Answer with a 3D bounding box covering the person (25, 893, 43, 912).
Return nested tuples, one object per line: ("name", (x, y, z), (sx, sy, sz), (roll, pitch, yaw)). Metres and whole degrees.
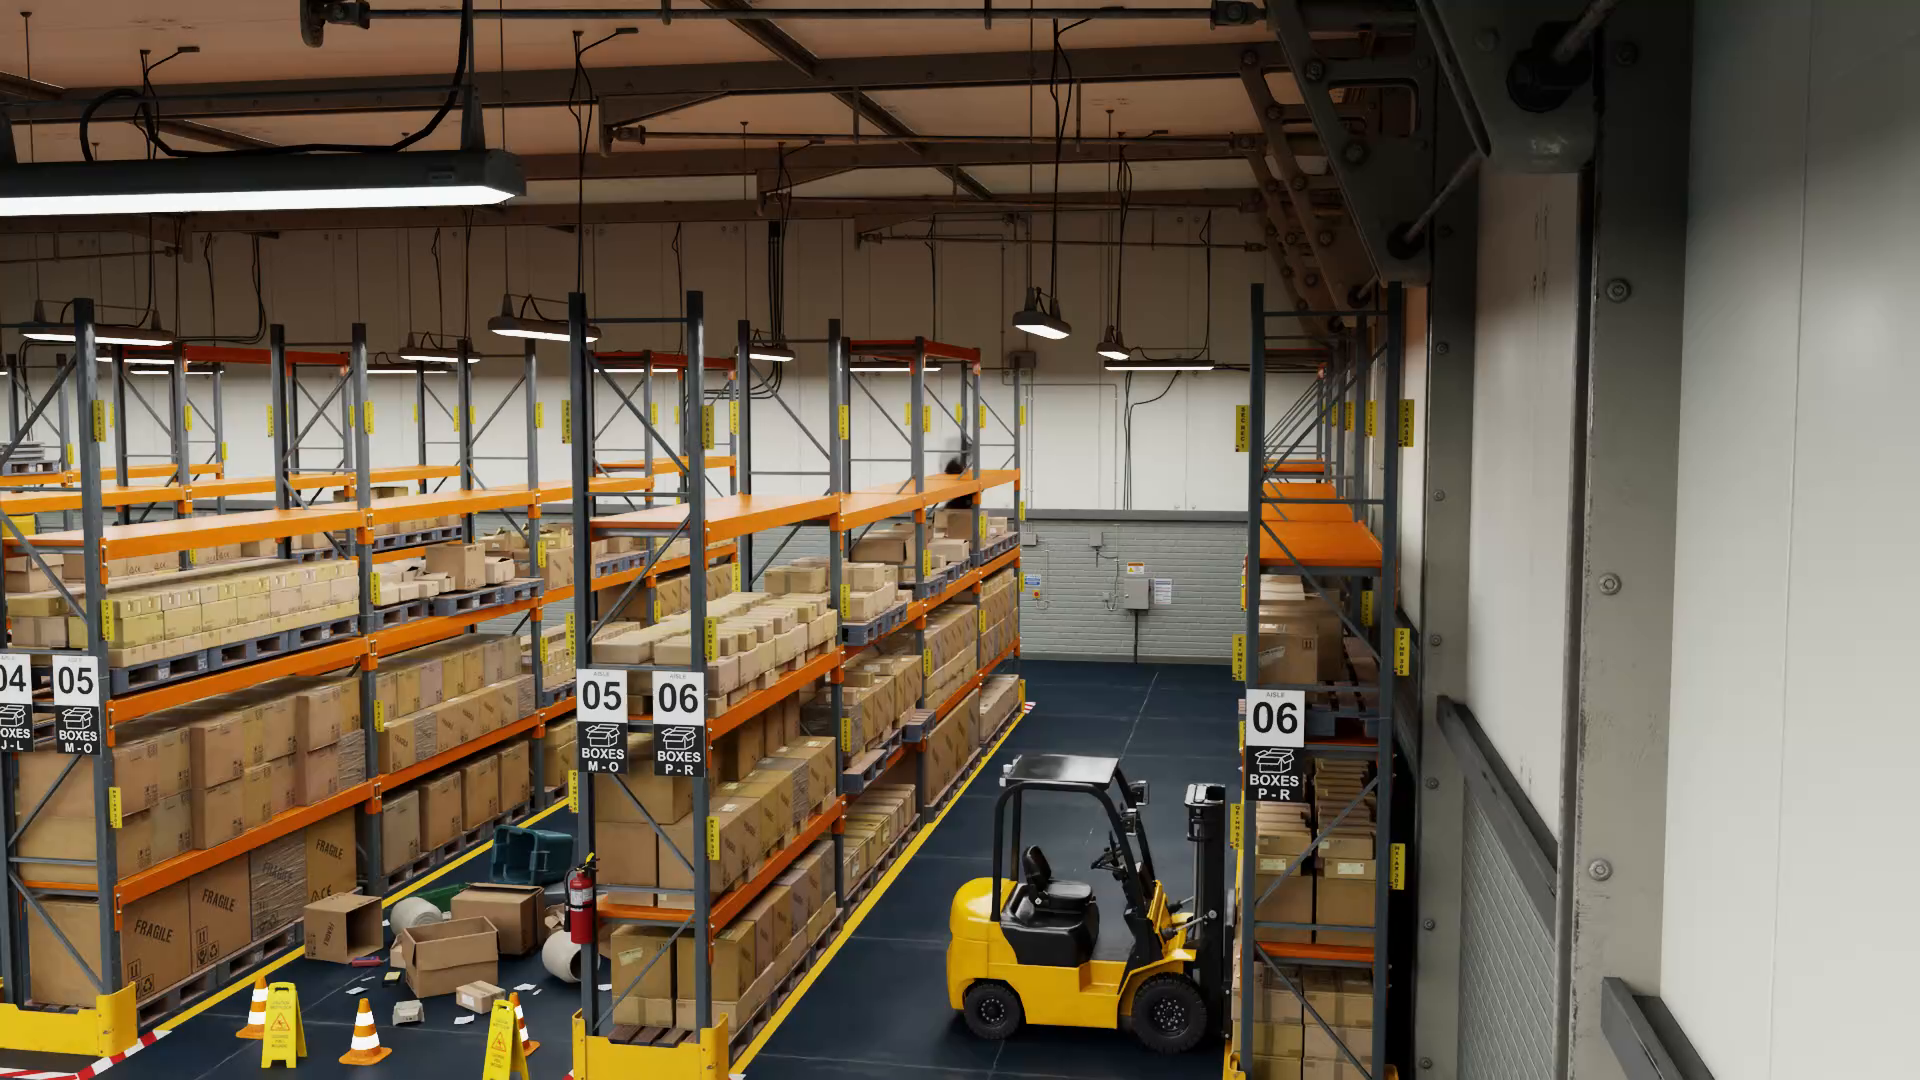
("person", (-8.512, 3.095, 15.511), (0.607, 1.663, 0.769), (-1, 5, -7))
